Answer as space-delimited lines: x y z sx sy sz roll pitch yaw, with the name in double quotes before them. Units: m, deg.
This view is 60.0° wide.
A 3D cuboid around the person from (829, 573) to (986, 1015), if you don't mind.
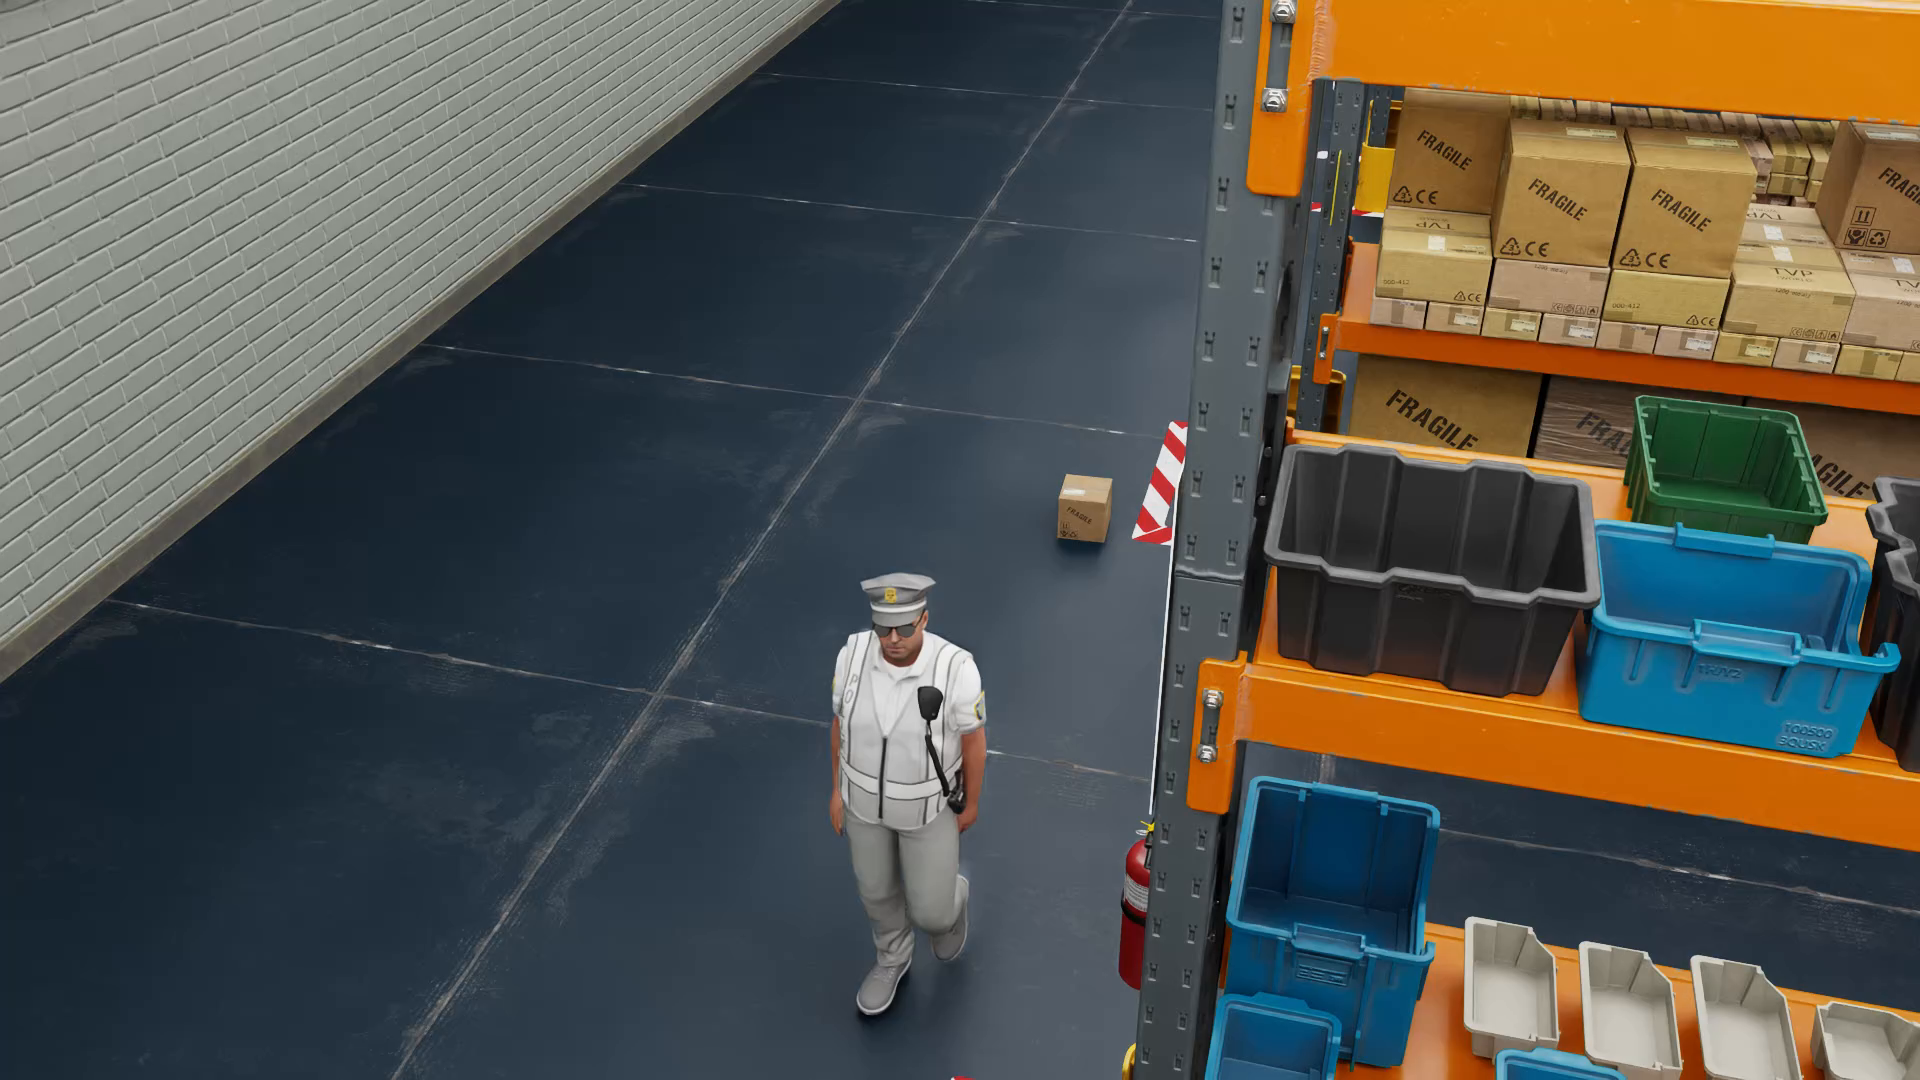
"person" -0.187 0.861 5.726 0.537 1.758 0.533 10 34 15
